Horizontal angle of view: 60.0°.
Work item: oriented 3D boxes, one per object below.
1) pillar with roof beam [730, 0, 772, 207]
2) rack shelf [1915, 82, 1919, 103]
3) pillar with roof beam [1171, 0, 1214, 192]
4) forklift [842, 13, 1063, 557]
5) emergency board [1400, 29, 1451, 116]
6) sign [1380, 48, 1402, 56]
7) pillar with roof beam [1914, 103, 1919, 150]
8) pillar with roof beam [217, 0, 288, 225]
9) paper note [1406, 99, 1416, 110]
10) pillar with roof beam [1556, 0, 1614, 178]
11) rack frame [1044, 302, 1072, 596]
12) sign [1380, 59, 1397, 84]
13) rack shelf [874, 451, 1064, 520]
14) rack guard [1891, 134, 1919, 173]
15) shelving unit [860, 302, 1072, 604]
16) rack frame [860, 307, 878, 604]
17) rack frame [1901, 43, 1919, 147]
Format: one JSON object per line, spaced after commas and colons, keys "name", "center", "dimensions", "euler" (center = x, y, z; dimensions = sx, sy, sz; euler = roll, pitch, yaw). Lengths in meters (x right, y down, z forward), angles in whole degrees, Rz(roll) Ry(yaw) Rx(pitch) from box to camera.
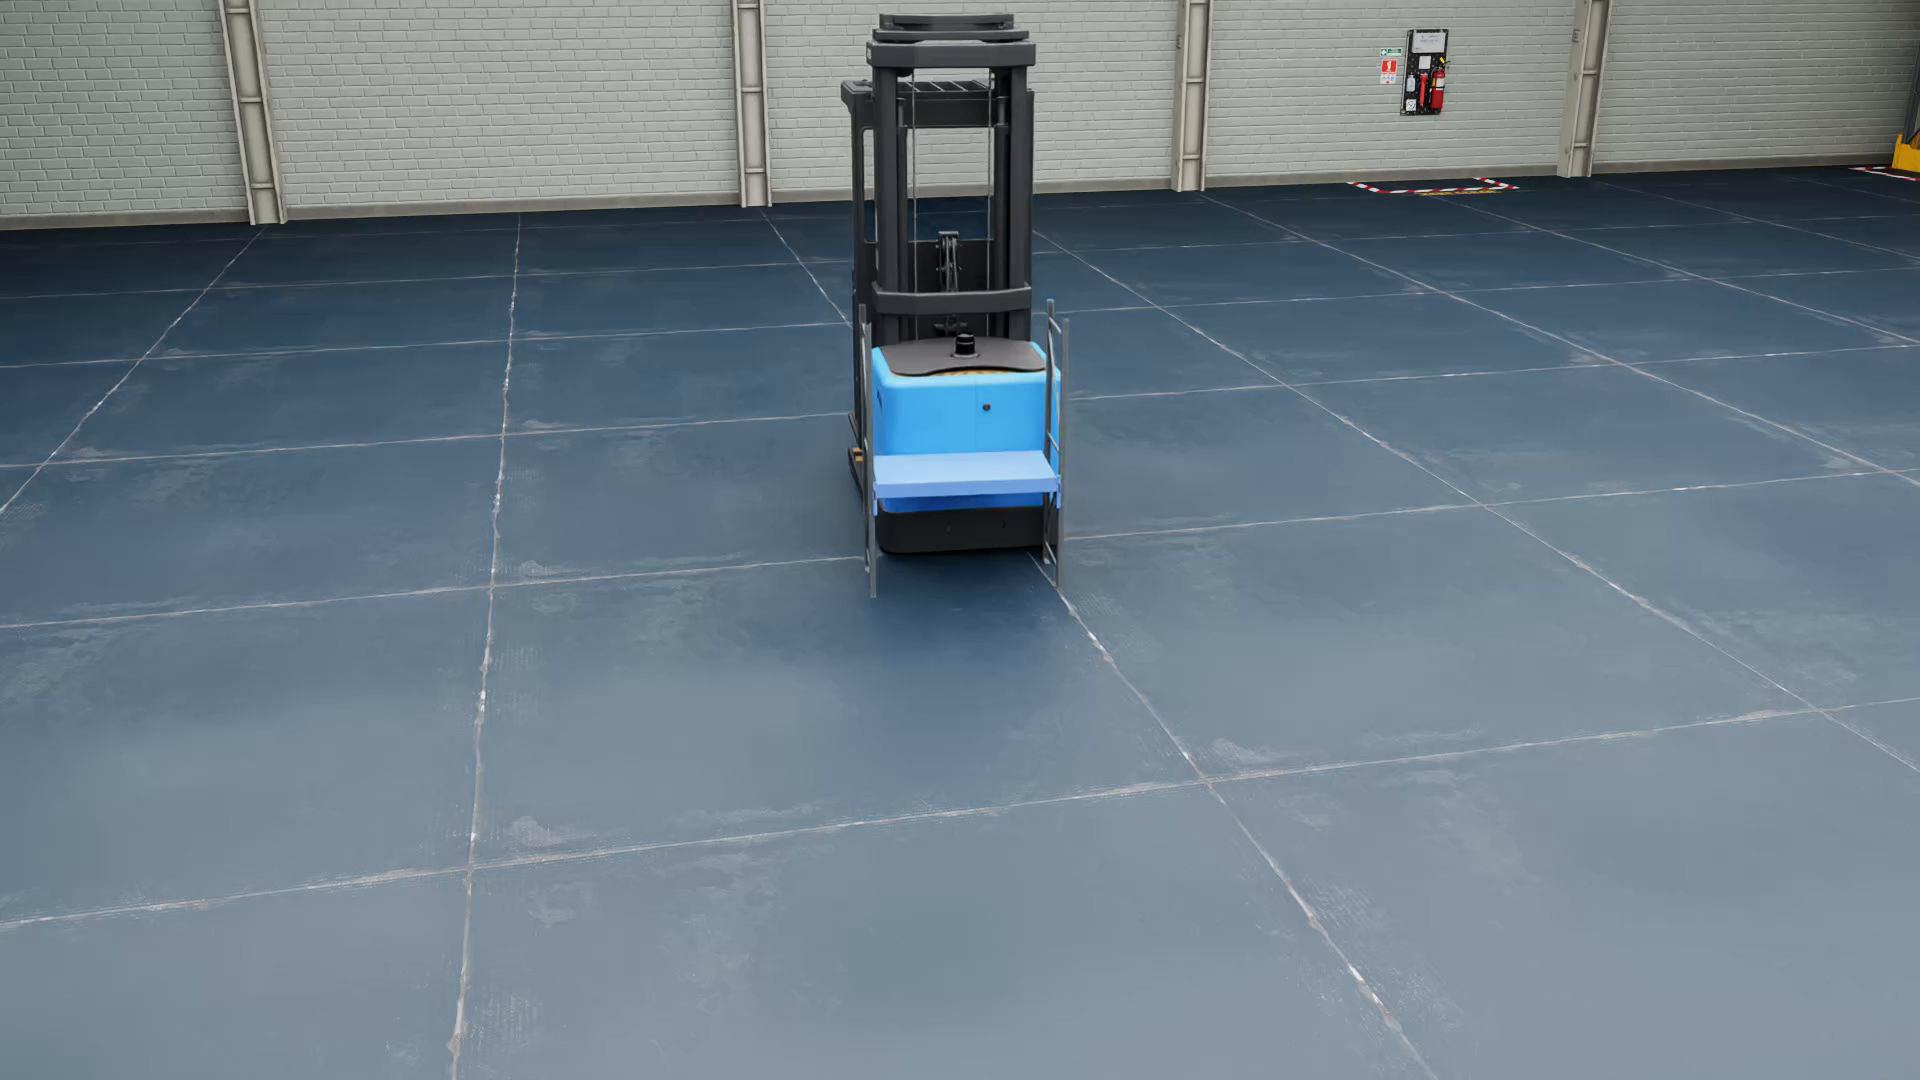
{"name": "pillar with roof beam", "center": [-1.691, -7.179, 16.330], "dimensions": [0.400, 9.000, 9.100], "euler": [-5, 21, -12]}
{"name": "rack shelf", "center": [16.300, -6.703, 24.799], "dimensions": [4.000, 0.370, 1.077], "euler": [-5, 21, -12]}
{"name": "pillar with roof beam", "center": [4.148, -7.654, 17.626], "dimensions": [0.400, 9.000, 9.100], "euler": [-5, 21, -12]}
{"name": "forklift", "center": [-0.131, -1.748, 10.326], "dimensions": [1.130, 2.935, 3.031], "euler": [-3, 20, -8]}
{"name": "emergency board", "center": [6.583, -6.570, 23.389], "dimensions": [0.643, 1.169, 0.194], "euler": [-5, 21, -12]}
{"name": "sign", "center": [6.028, -6.824, 23.259], "dimensions": [0.331, 0.109, 0.001], "euler": [-5, 21, -12]}
{"name": "pillar with roof beam", "center": [15.826, -8.604, 20.219], "dimensions": [0.400, 9.000, 9.100], "euler": [-5, 21, -12]}
{"name": "pillar with roof beam", "center": [-7.530, -6.704, 15.033], "dimensions": [0.400, 9.000, 9.100], "euler": [-5, 21, -12]}
{"name": "paper note", "center": [6.395, -6.165, 23.565], "dimensions": [0.142, 0.148, 0.016], "euler": [-5, 21, -12]}
{"name": "pillar with roof beam", "center": [9.987, -8.129, 18.923], "dimensions": [0.400, 9.000, 9.100], "euler": [-5, 21, -12]}
{"name": "rack frame", "center": [0.526, -0.490, 8.971], "dimensions": [0.032, 1.500, 0.500], "euler": [-2, 20, -6]}
{"name": "sign", "center": [6.021, -6.578, 23.358], "dimensions": [0.234, 0.329, 0.001], "euler": [-5, 21, -12]}
{"name": "rack shelf", "center": [0.021, -0.300, 8.977], "dimensions": [1.000, 0.185, 0.538], "euler": [-2, 20, -6]}
{"name": "rack guard", "center": [14.428, -5.715, 24.689], "dimensions": [0.348, 0.500, 1.175], "euler": [-5, 21, -12]}
{"name": "shelving unit", "center": [0.021, -0.469, 8.915], "dimensions": [1.048, 1.500, 0.538], "euler": [-2, 20, -6]}
{"name": "rack frame", "center": [-0.484, -0.449, 8.859], "dimensions": [0.032, 1.500, 0.500], "euler": [-2, 20, -6]}
{"name": "rack frame", "center": [14.354, -6.883, 24.243], "dimensions": [0.127, 3.000, 1.000], "euler": [-5, 21, -12]}
